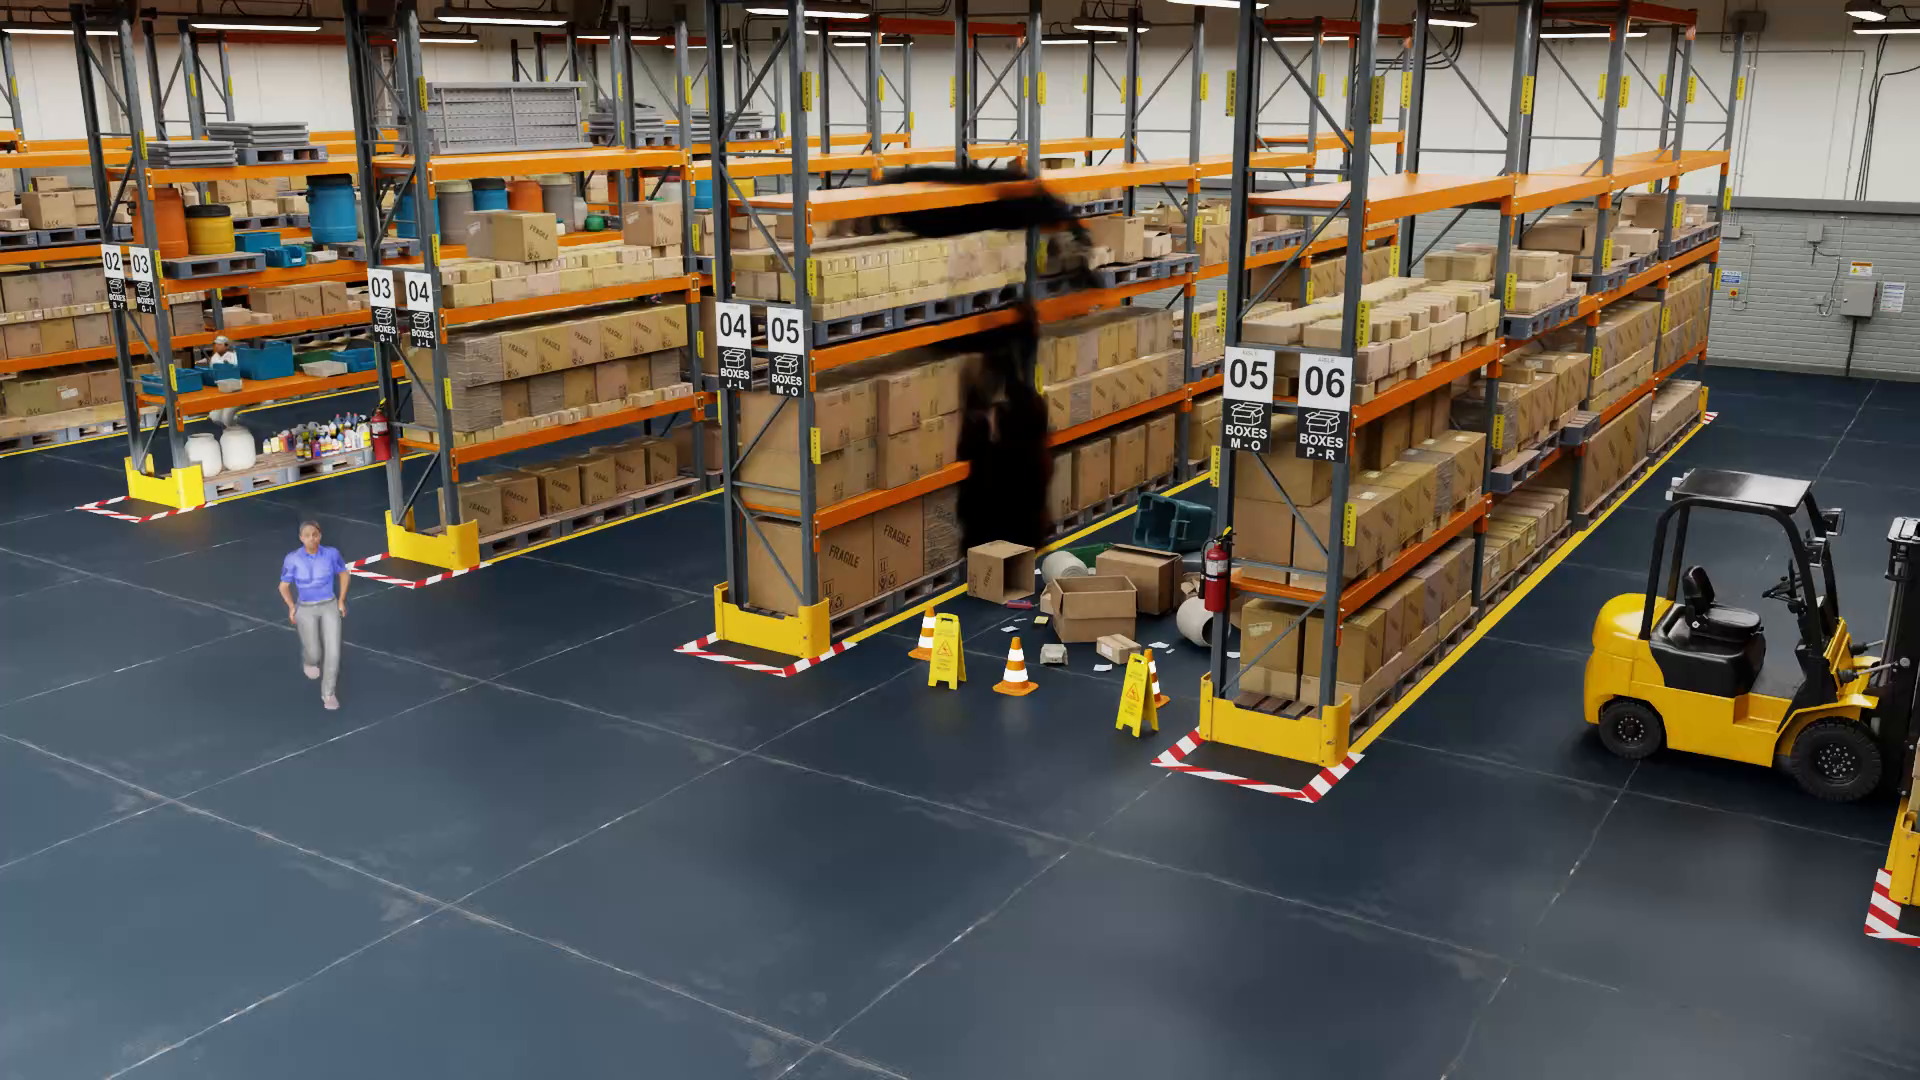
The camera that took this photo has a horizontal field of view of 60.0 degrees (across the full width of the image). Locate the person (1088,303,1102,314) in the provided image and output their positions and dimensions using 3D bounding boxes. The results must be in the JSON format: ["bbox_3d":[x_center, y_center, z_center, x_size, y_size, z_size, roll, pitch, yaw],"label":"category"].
[{"bbox_3d":[2.165,-3.078,27.134,0.617,1.707,0.783,10,18,31],"label":"person"}]

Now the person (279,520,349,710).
[{"bbox_3d":[-5.460,0.590,14.129,0.562,1.610,0.681,-8,17,-27],"label":"person"}]

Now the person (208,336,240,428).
[{"bbox_3d":[-10.498,-2.119,23.865,0.616,1.627,0.550,5,16,16],"label":"person"}]
